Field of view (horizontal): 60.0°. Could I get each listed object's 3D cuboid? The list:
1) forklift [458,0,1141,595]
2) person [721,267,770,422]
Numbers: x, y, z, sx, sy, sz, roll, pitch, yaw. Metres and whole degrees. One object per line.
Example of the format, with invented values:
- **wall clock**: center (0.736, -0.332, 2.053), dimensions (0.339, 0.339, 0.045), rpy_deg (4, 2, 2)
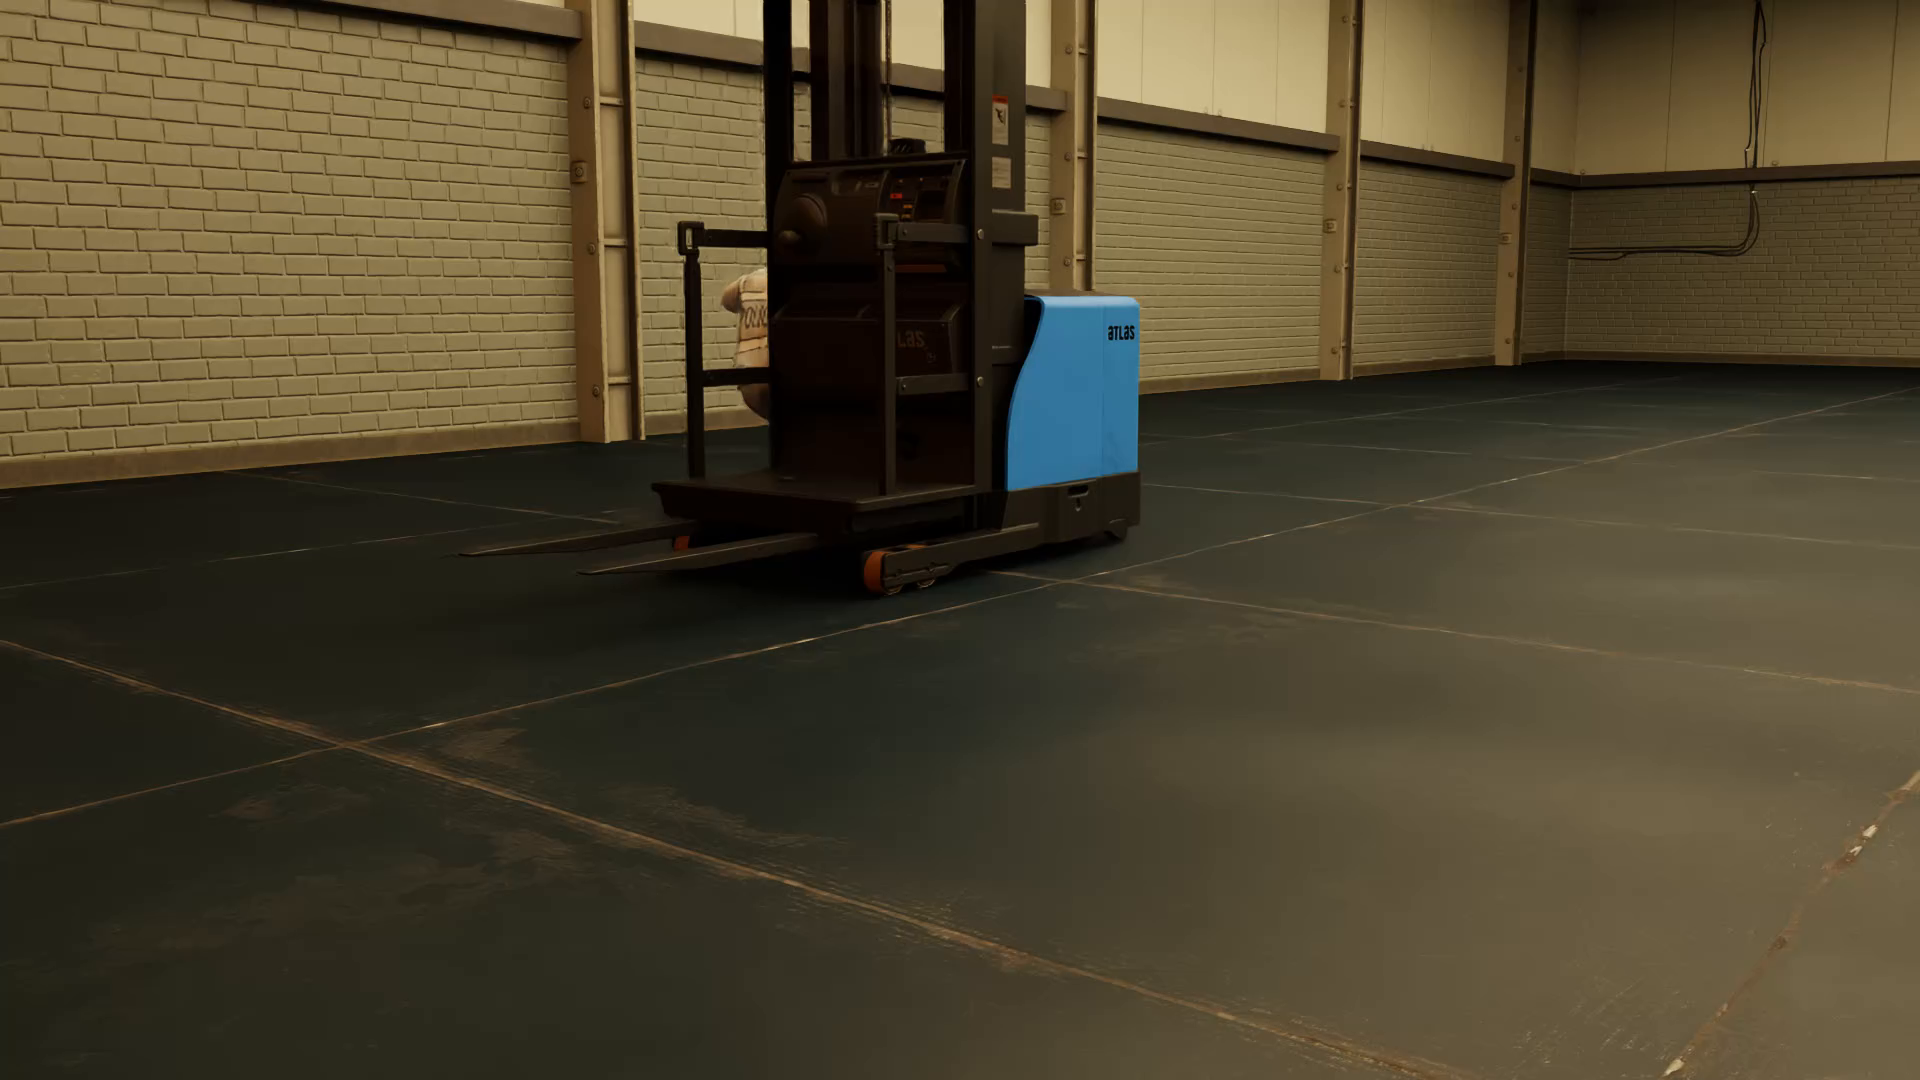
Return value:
- **forklift**: center (-0.494, -1.329, 6.366), dimensions (1.130, 2.935, 3.031), rpy_deg (6, 10, 37)
- **person**: center (-0.692, -0.805, 8.129), dimensions (1.334, 1.428, 0.793), rpy_deg (5, 10, 29)
